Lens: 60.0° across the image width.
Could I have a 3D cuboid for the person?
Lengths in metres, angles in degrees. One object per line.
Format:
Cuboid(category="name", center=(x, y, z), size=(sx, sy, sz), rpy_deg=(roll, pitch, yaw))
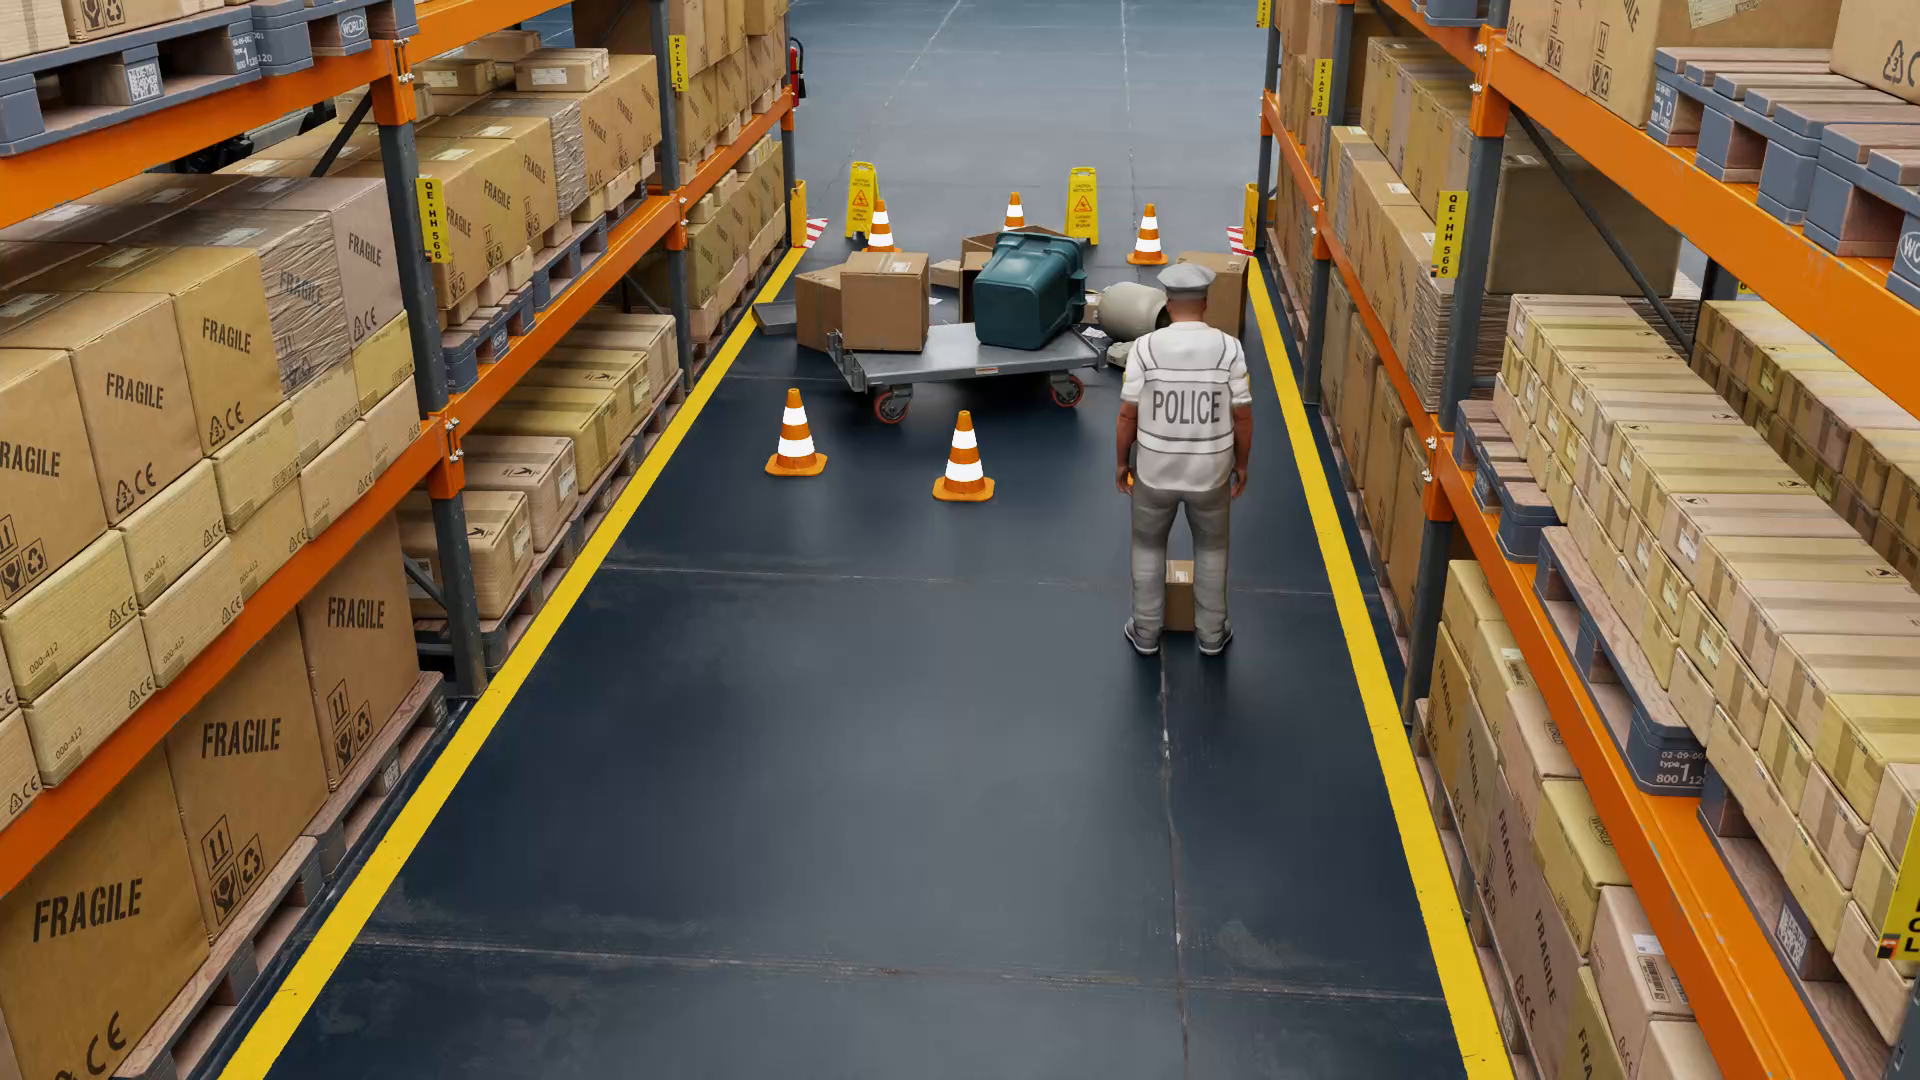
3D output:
Cuboid(category="person", center=(0.972, -0.312, 7.282), size=(0.587, 1.748, 0.437), rpy_deg=(2, 24, 4))
